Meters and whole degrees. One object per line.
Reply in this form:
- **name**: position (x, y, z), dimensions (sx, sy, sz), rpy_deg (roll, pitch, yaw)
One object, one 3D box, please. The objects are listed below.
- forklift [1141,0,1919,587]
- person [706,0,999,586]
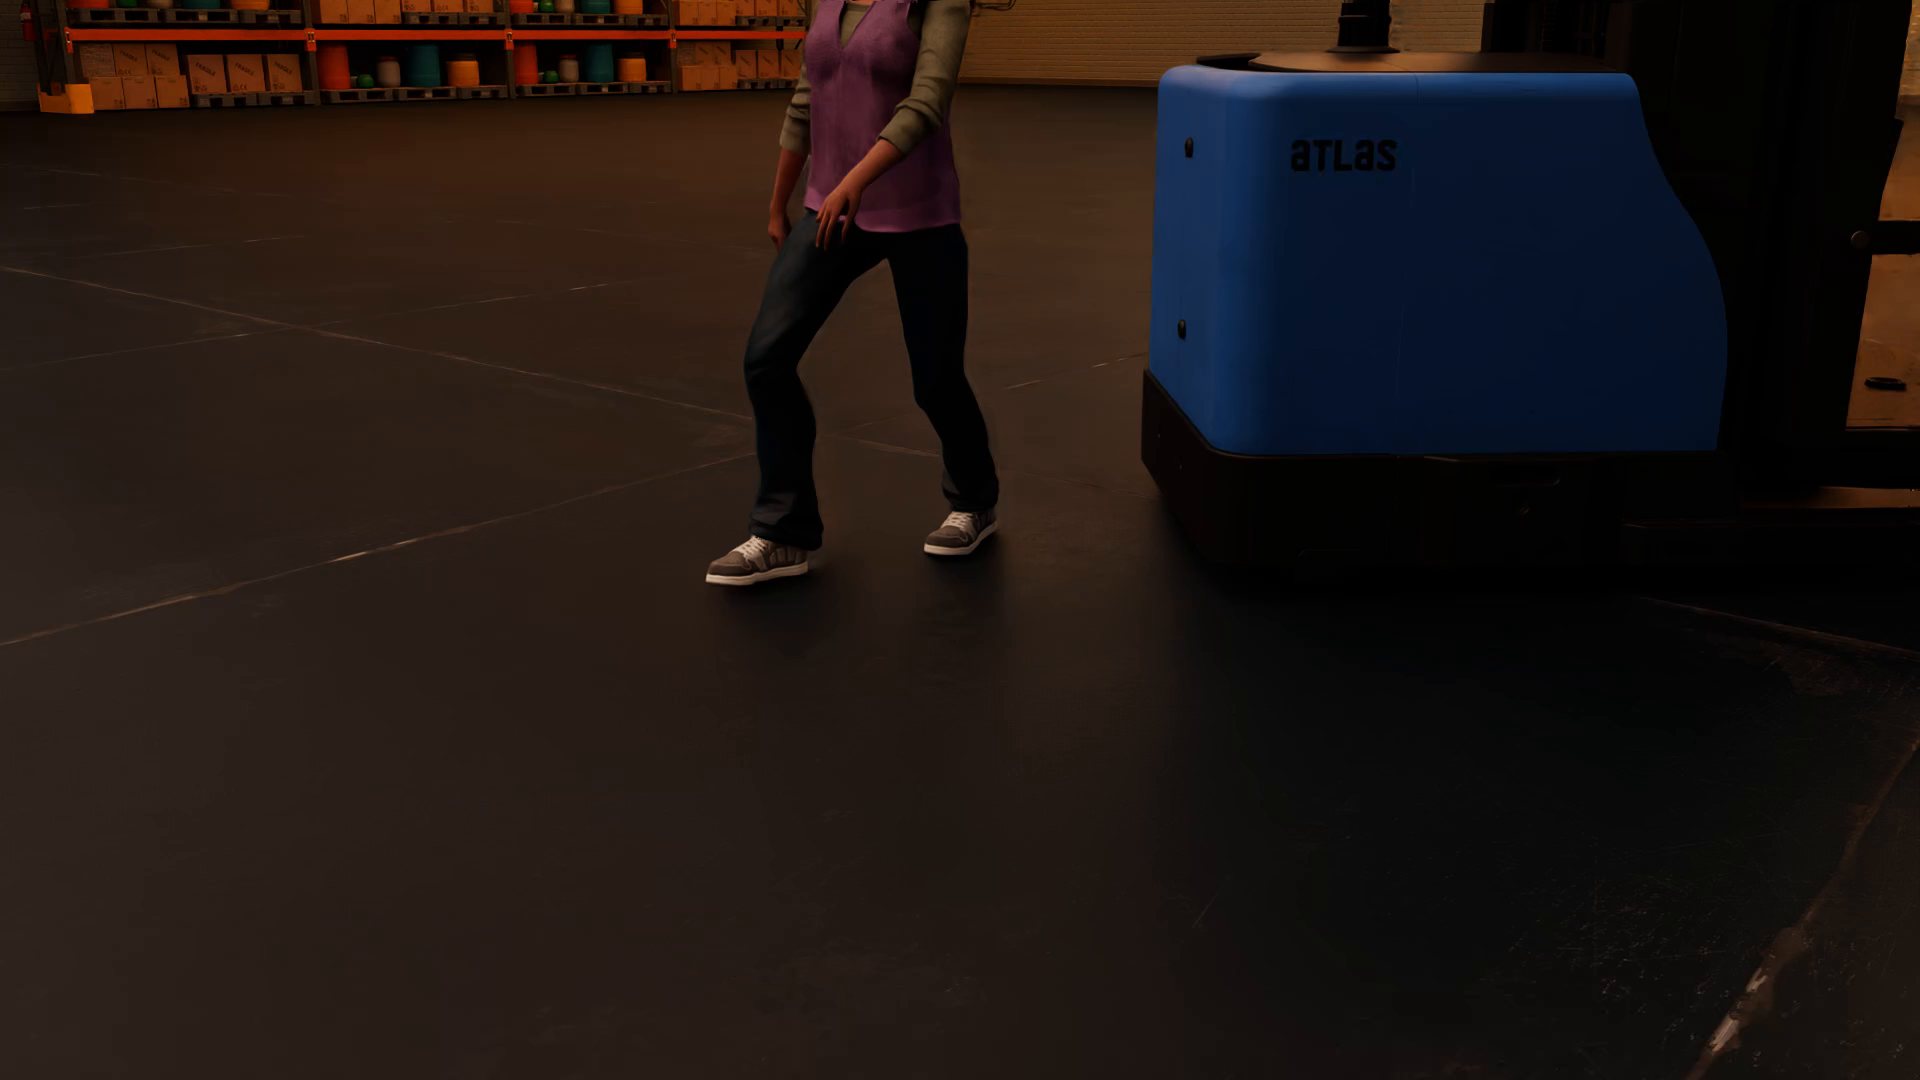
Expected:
- **forklift**: position (2.013, -1.446, 3.658), dimensions (3.031, 2.935, 1.130), rpy_deg (-1, 17, -3)
- **person**: position (-0.224, -0.671, 3.547), dimensions (0.539, 1.524, 0.739), rpy_deg (9, 19, 26)
